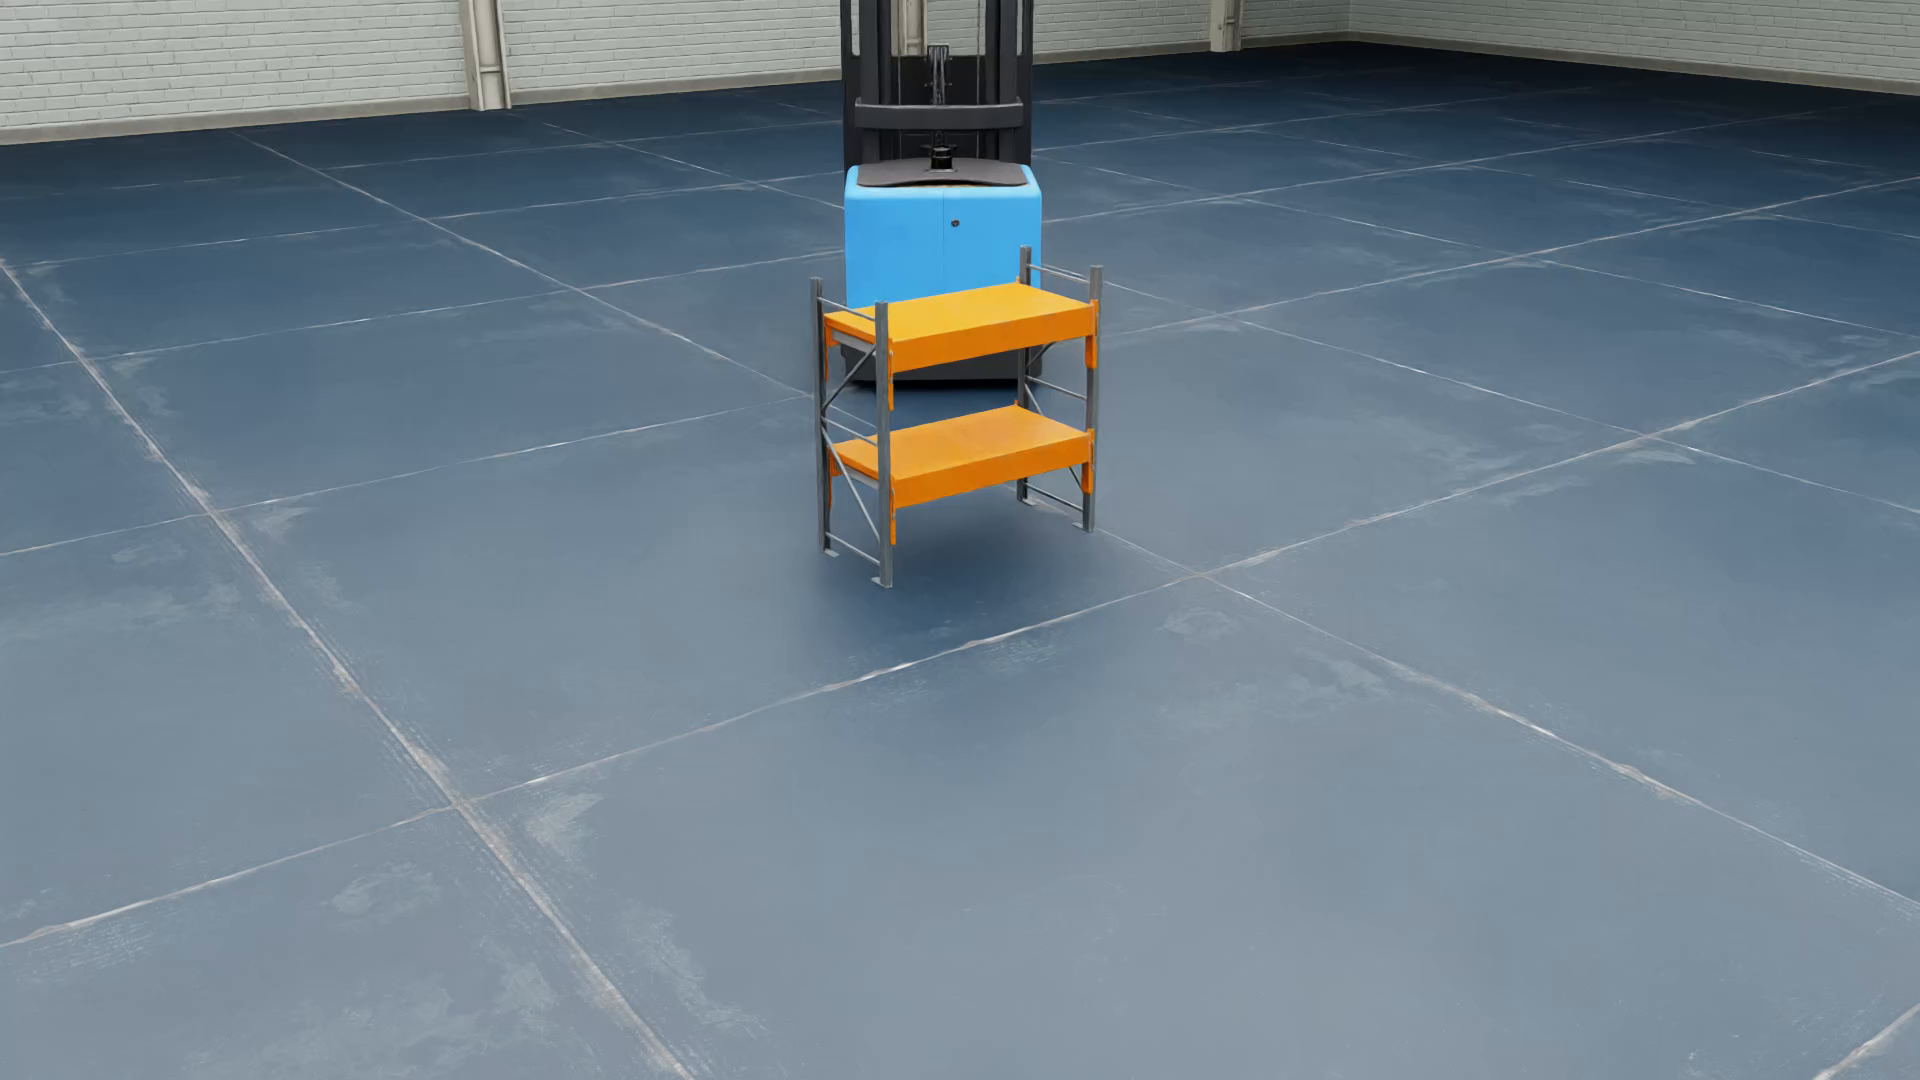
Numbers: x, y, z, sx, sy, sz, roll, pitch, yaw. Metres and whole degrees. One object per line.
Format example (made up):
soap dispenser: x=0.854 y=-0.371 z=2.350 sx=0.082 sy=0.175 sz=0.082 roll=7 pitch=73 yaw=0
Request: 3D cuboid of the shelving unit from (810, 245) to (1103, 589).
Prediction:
shelving unit: x=-0.005 y=-0.521 z=6.684 sx=1.048 sy=1.125 sz=0.538 roll=-15 pitch=26 yaw=-33

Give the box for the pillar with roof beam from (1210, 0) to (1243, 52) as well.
pillar with roof beam: x=6.691 y=-10.602 z=21.324 sx=0.400 sy=9.000 sz=9.100 roll=-15 pitch=26 yaw=-33

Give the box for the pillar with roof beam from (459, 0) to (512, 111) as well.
pillar with roof beam: x=-3.050 y=-8.005 z=14.815 sx=0.400 sy=9.000 sz=9.100 roll=-15 pitch=26 yaw=-33

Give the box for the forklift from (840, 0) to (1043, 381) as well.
forklift: x=-0.141 y=-2.706 z=9.723 sx=1.130 sy=2.935 sz=3.031 roll=-1 pitch=22 yaw=-2

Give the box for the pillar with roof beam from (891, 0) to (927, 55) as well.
pillar with roof beam: x=1.820 y=-9.304 z=18.070 sx=0.400 sy=9.000 sz=9.100 roll=-15 pitch=26 yaw=-33

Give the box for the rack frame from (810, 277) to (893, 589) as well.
rack frame: x=-0.418 y=-0.411 z=6.408 sx=0.032 sy=1.125 sz=0.500 roll=-15 pitch=26 yaw=-33

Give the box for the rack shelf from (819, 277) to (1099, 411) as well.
rack shelf: x=-0.005 y=-0.793 z=6.576 sx=1.000 sy=0.278 sz=0.538 roll=-15 pitch=26 yaw=-33

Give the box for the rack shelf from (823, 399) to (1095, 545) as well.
rack shelf: x=-0.005 y=-0.294 z=6.775 sx=1.000 sy=0.278 sz=0.538 roll=-15 pitch=26 yaw=-33

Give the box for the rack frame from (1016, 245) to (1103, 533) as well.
rack frame: x=0.407 y=-0.631 z=6.960 sx=0.032 sy=1.125 sz=0.500 roll=-15 pitch=26 yaw=-33
